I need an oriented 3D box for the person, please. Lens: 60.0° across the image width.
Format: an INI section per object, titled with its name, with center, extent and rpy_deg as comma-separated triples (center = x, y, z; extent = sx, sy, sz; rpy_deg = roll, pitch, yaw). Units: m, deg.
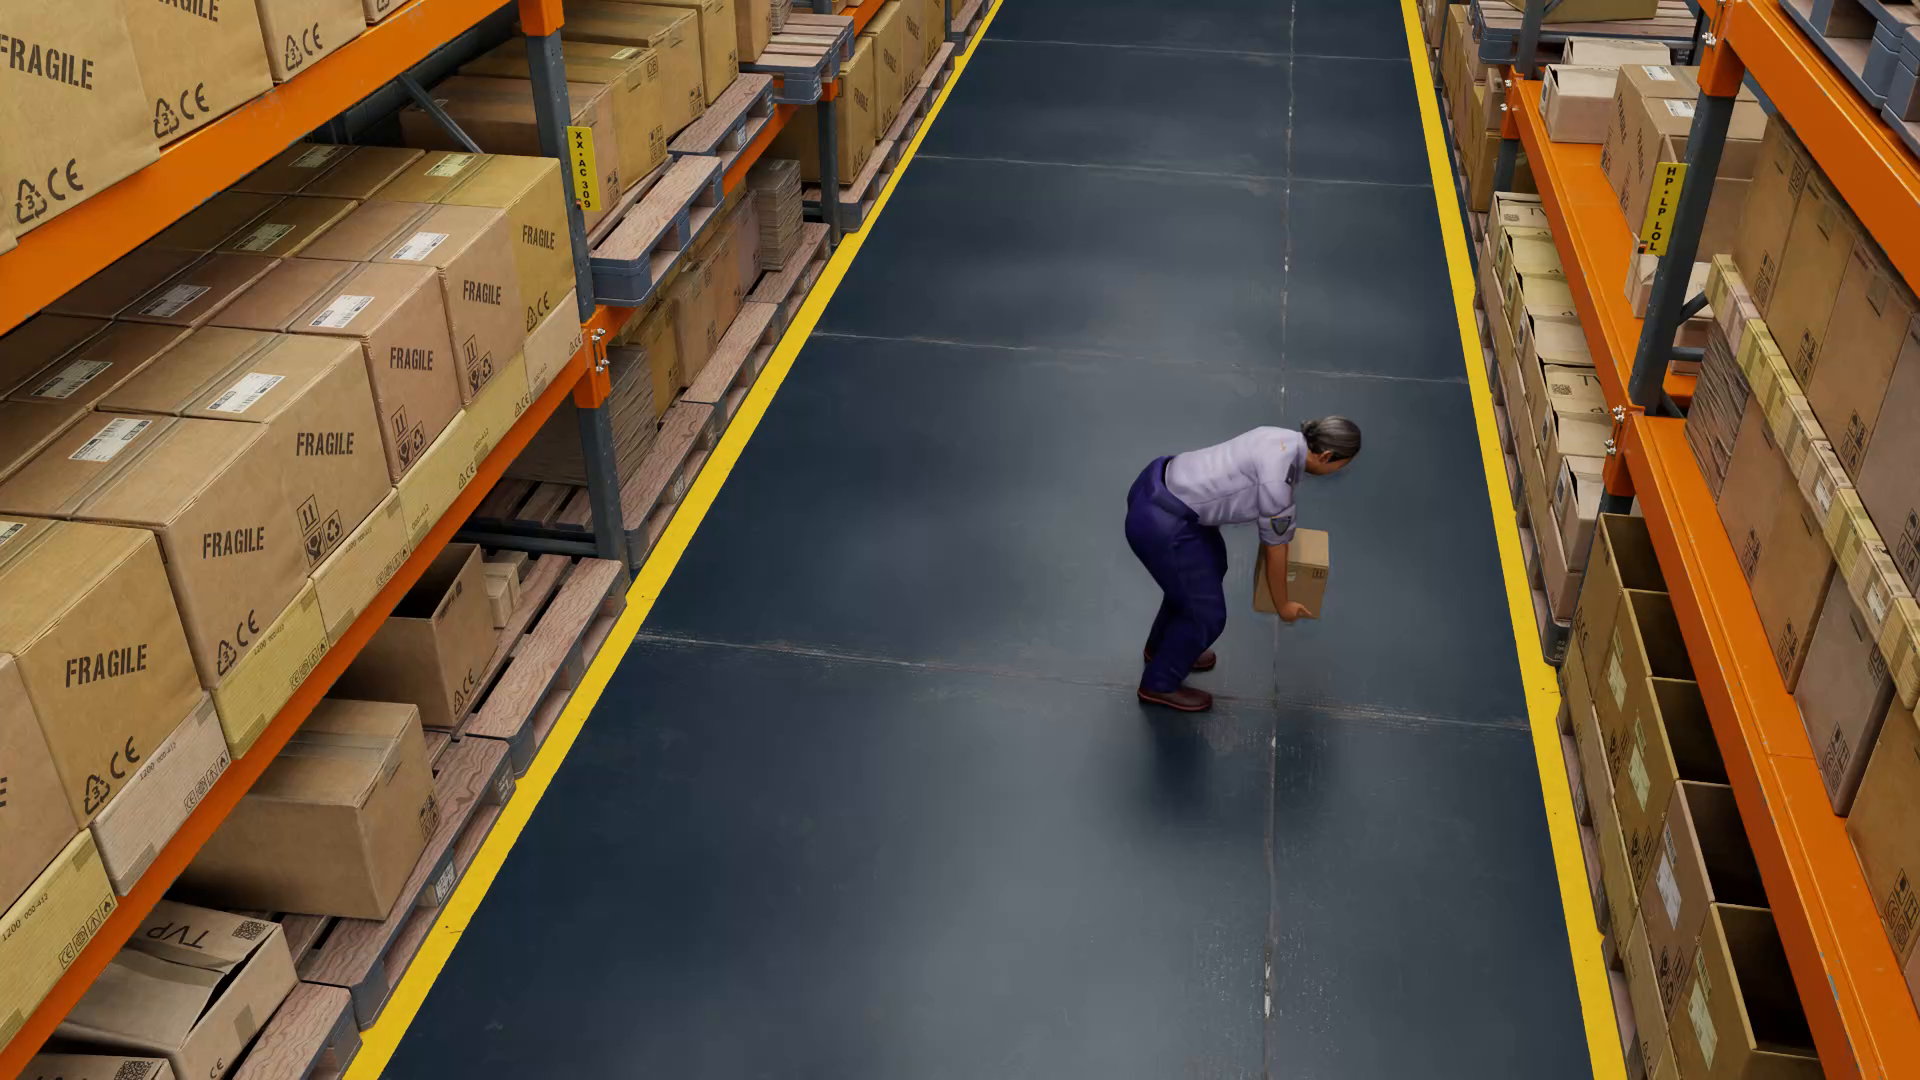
[person]
center = 1.054, 0.063, 6.429
extent = 0.844, 1.249, 0.475
rpy_deg = 4, 33, 7
